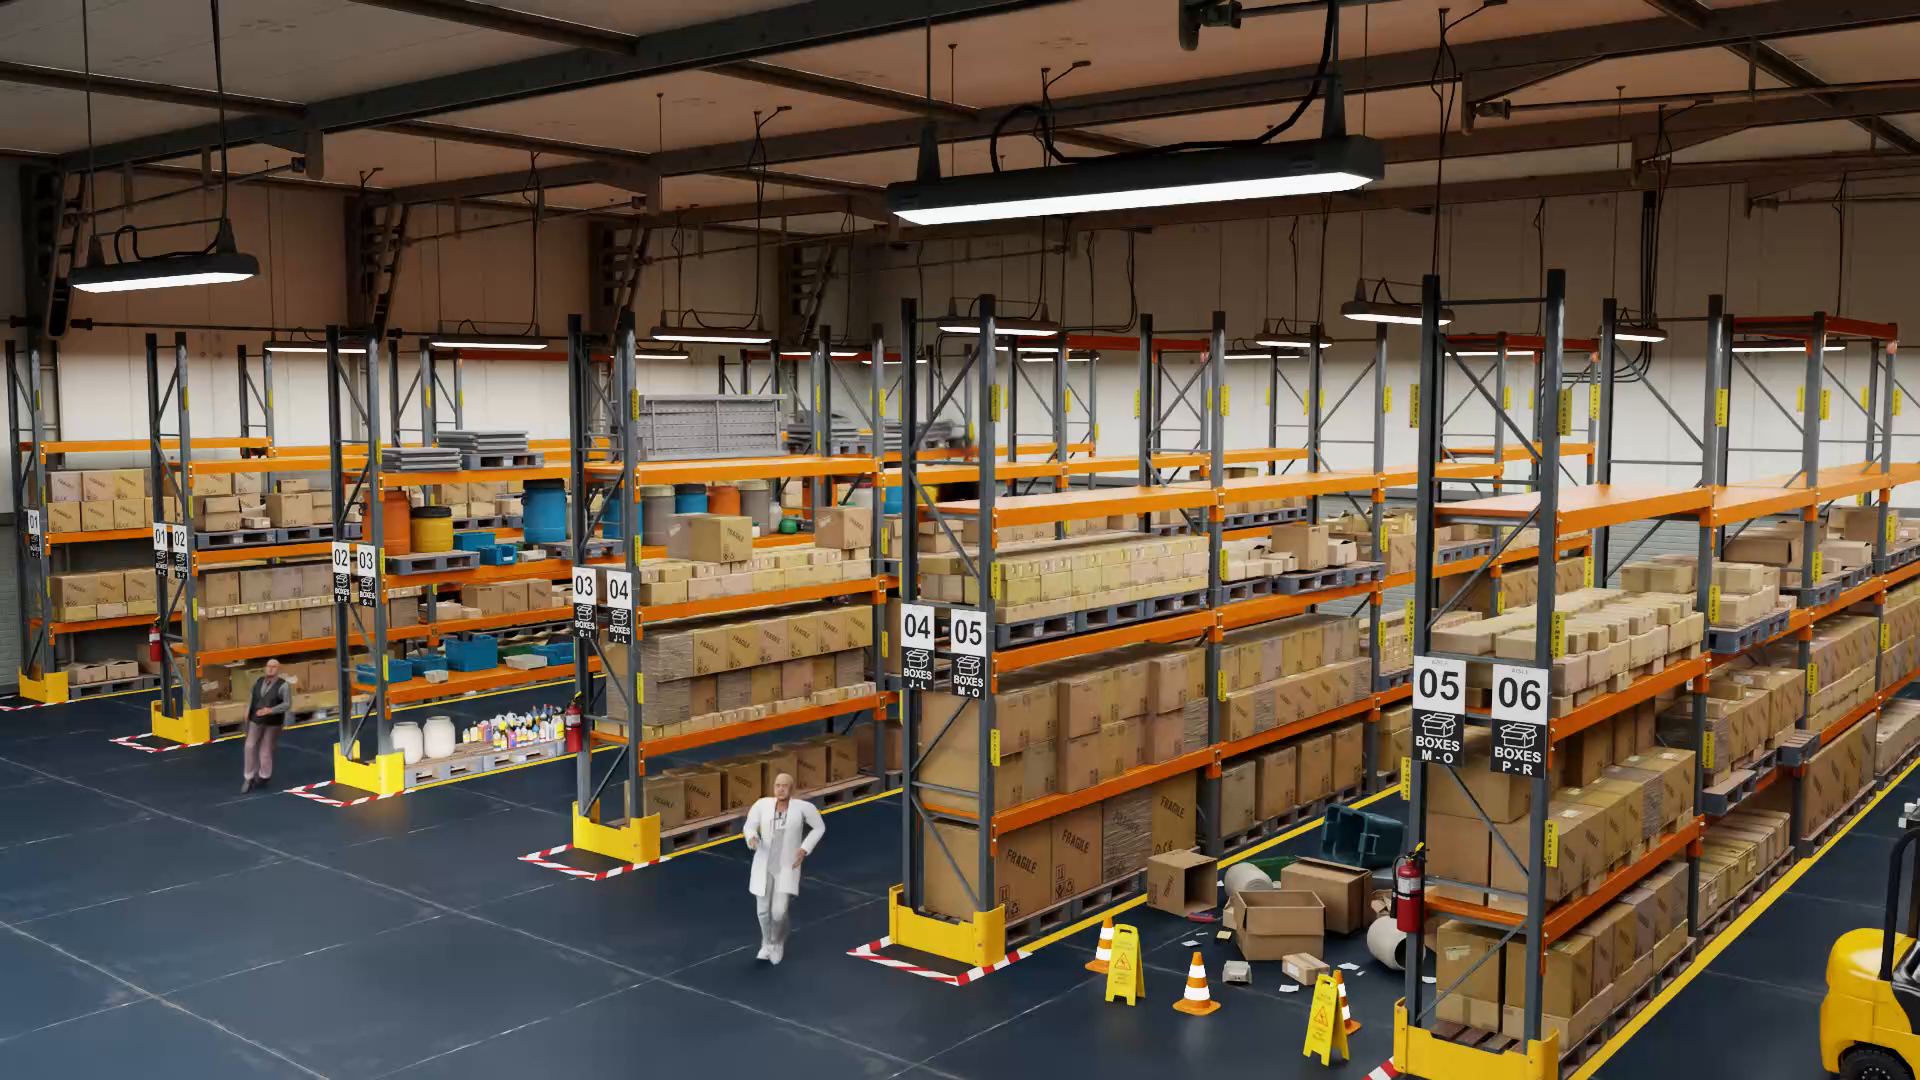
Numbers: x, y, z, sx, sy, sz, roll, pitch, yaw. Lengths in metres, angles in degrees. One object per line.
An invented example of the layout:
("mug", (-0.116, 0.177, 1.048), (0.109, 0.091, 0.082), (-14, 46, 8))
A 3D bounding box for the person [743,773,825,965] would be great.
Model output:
("person", (-1.611, 2.965, 14.899), (0.716, 1.764, 0.713), (1, 5, 10))

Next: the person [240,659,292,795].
("person", (-8.936, 2.382, 21.461), (0.641, 1.684, 0.701), (0, 5, -4))
